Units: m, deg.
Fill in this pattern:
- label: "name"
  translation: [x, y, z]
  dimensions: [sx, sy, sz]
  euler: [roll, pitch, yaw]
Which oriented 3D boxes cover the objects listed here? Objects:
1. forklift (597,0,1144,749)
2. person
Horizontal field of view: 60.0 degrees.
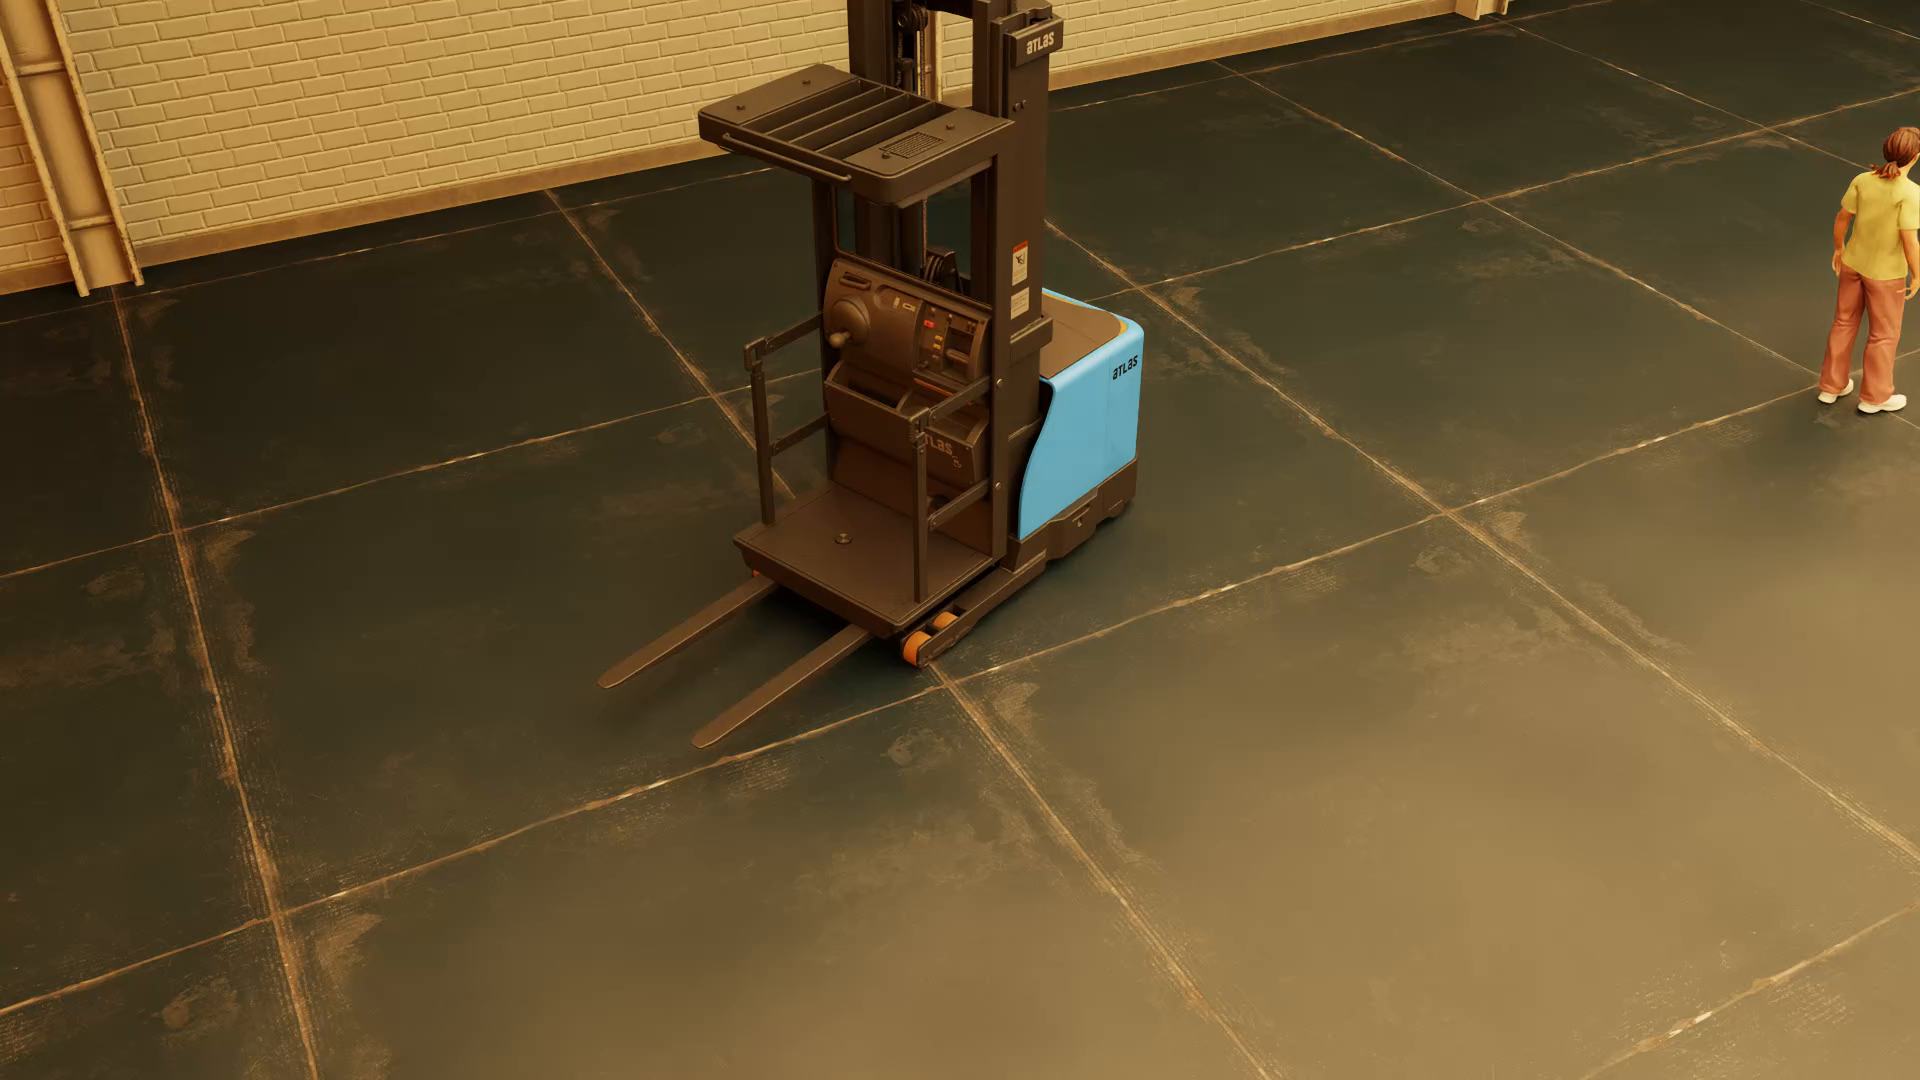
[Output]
- label: "forklift"
  translation: [-0.390, -0.927, 7.434]
  dimensions: [1.130, 2.935, 3.031]
  euler: [26, 43, 31]
- label: "person"
  translation: [5.192, -1.530, 9.363]
  dimensions: [0.548, 1.674, 0.554]
  euler: [-17, 39, -23]
